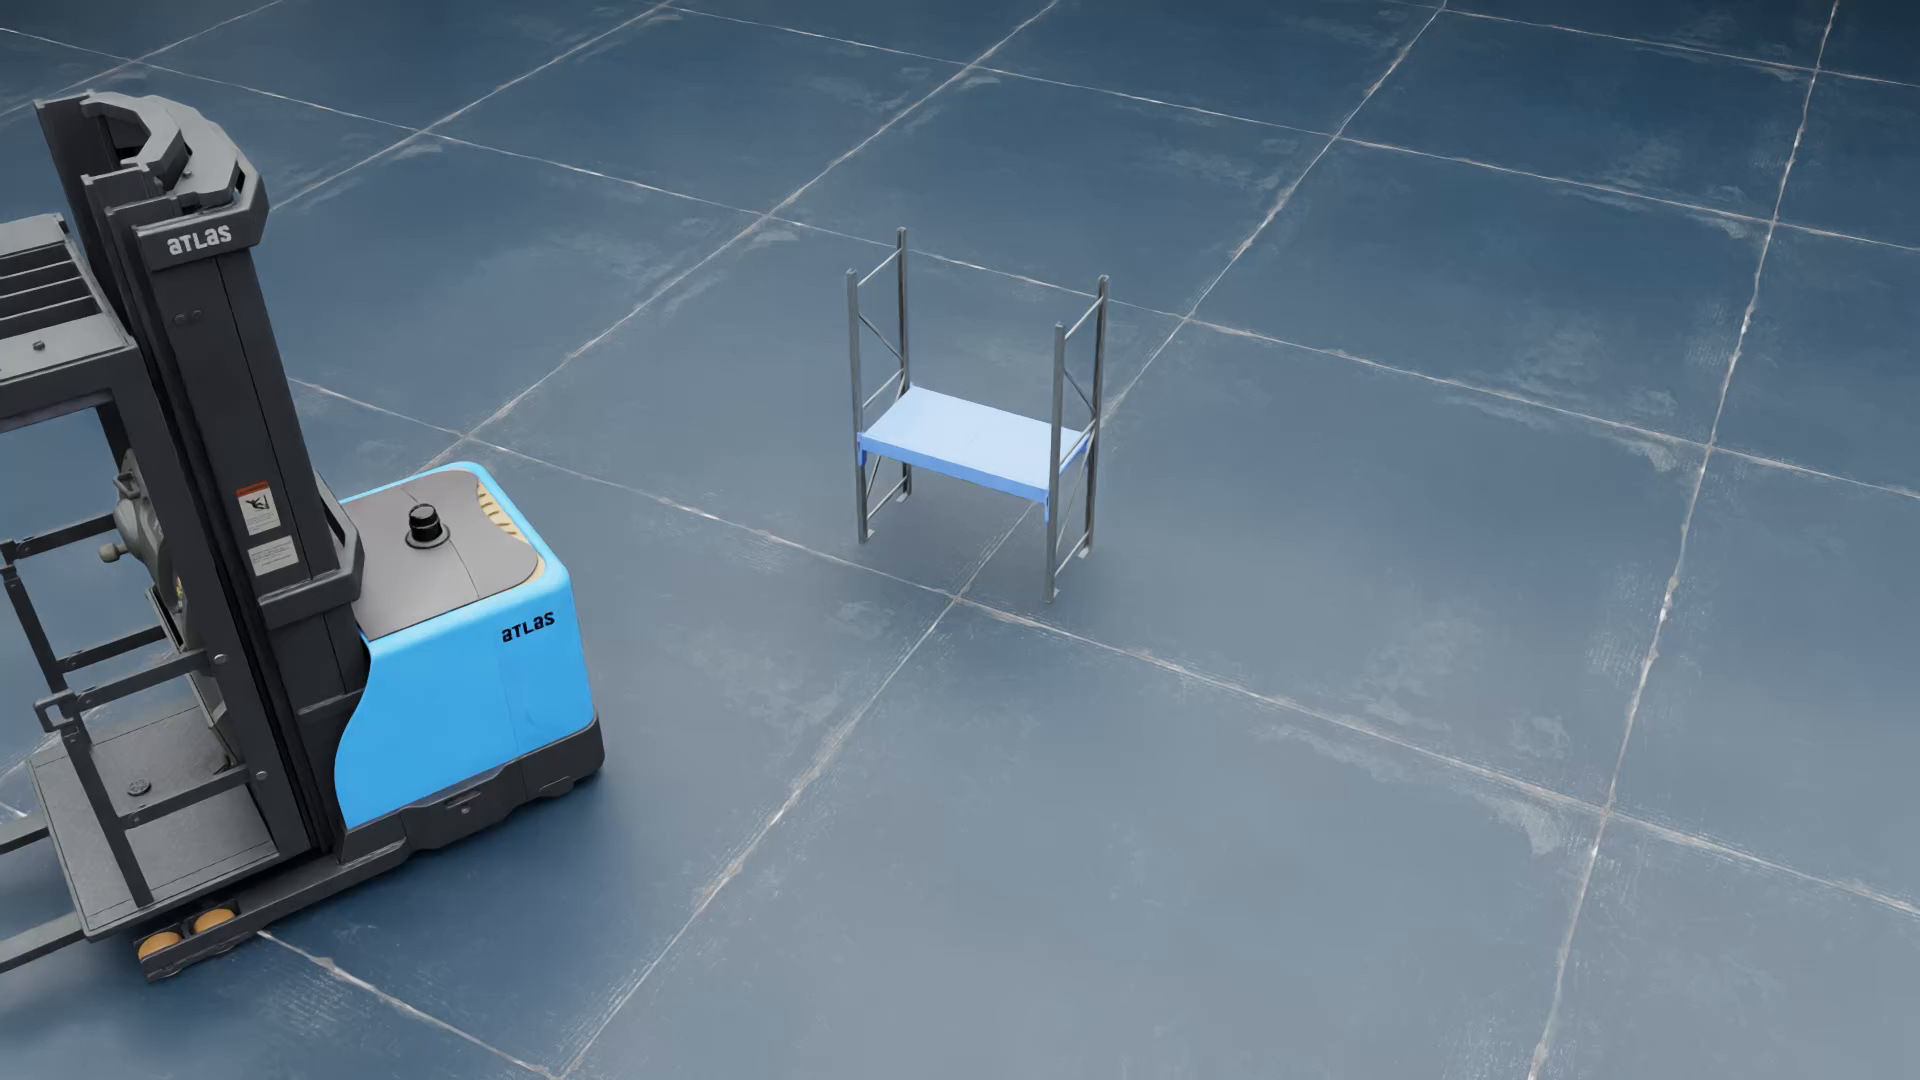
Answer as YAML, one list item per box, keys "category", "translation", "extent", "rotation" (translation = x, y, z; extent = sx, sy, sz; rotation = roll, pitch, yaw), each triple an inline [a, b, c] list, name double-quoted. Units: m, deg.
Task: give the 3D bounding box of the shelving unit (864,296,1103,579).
- category: "shelving unit"
  translation: [0.094, -0.569, 7.779]
  extent: [0.991, 1.308, 0.475]
  rotation: [17, 41, 21]

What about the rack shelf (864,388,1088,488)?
- category: "rack shelf"
  translation: [0.076, -0.469, 7.864]
  extent: [0.952, 0.062, 0.459]
  rotation: [17, 41, 21]

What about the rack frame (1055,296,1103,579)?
- category: "rack frame"
  translation: [0.528, -0.433, 7.600]
  extent: [0.013, 1.308, 0.475]
  rotation: [17, 41, 21]

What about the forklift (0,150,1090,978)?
- category: "forklift"
  translation: [-8.715, -1.110, 6.756]
  extent: [15.967, 3.598, 10.324]
  rotation: [-23, 43, -27]
